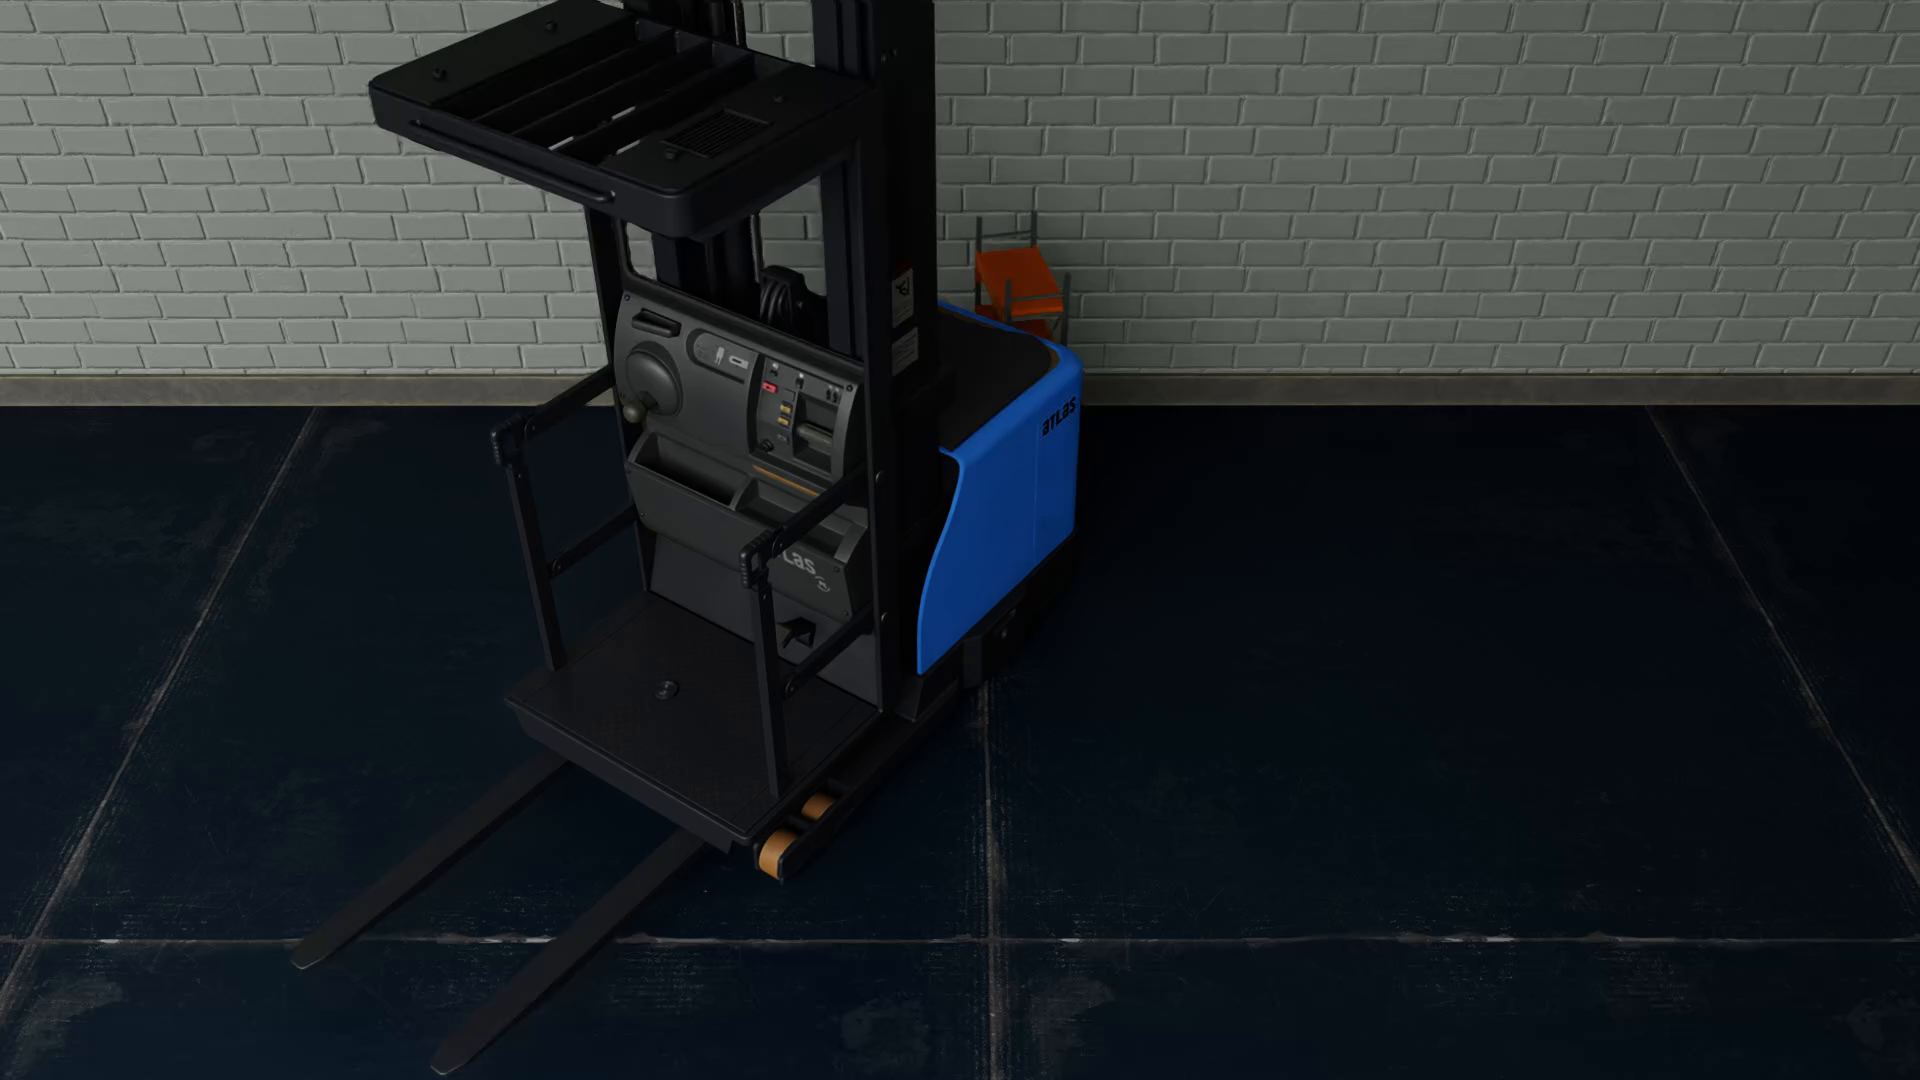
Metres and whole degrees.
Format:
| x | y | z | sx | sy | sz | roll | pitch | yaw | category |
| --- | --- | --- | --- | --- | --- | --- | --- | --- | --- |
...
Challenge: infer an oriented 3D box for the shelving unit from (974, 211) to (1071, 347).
| x | y | z | sx | sy | sz | roll | pitch | yaw | category |
| --- | --- | --- | --- | --- | --- | --- | --- | --- | --- |
| 0.231 | -0.633 | 6.580 | 0.258 | 1.200 | 0.503 | -8 | 39 | -9 | shelving unit |

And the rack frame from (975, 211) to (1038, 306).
| x | y | z | sx | sy | sz | roll | pitch | yaw | category |
| --- | --- | --- | --- | --- | --- | --- | --- | --- | --- |
| 0.180 | -0.782 | 6.766 | 0.240 | 1.200 | 0.015 | -8 | 39 | -9 | rack frame |

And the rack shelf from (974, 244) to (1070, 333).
| x | y | z | sx | sy | sz | roll | pitch | yaw | category |
| --- | --- | --- | --- | --- | --- | --- | --- | --- | --- |
| 0.231 | -0.939 | 6.334 | 0.258 | 0.148 | 0.480 | -8 | 39 | -9 | rack shelf |

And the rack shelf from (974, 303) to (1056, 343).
| x | y | z | sx | sy | sz | roll | pitch | yaw | category |
| --- | --- | --- | --- | --- | --- | --- | --- | --- | --- |
| 0.231 | -0.755 | 6.482 | 0.258 | 0.148 | 0.480 | -8 | 39 | -9 | rack shelf |

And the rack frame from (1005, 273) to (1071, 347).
| x | y | z | sx | sy | sz | roll | pitch | yaw | category |
| --- | --- | --- | --- | --- | --- | --- | --- | --- | --- |
| 0.283 | -0.484 | 6.394 | 0.240 | 1.200 | 0.015 | -8 | 39 | -9 | rack frame |

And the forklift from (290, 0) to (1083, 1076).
| x | y | z | sx | sy | sz | roll | pitch | yaw | category |
| --- | --- | --- | --- | --- | --- | --- | --- | --- | --- |
| -0.812 | -0.392 | 4.896 | 1.130 | 2.935 | 3.031 | 24 | 45 | 27 | forklift |
